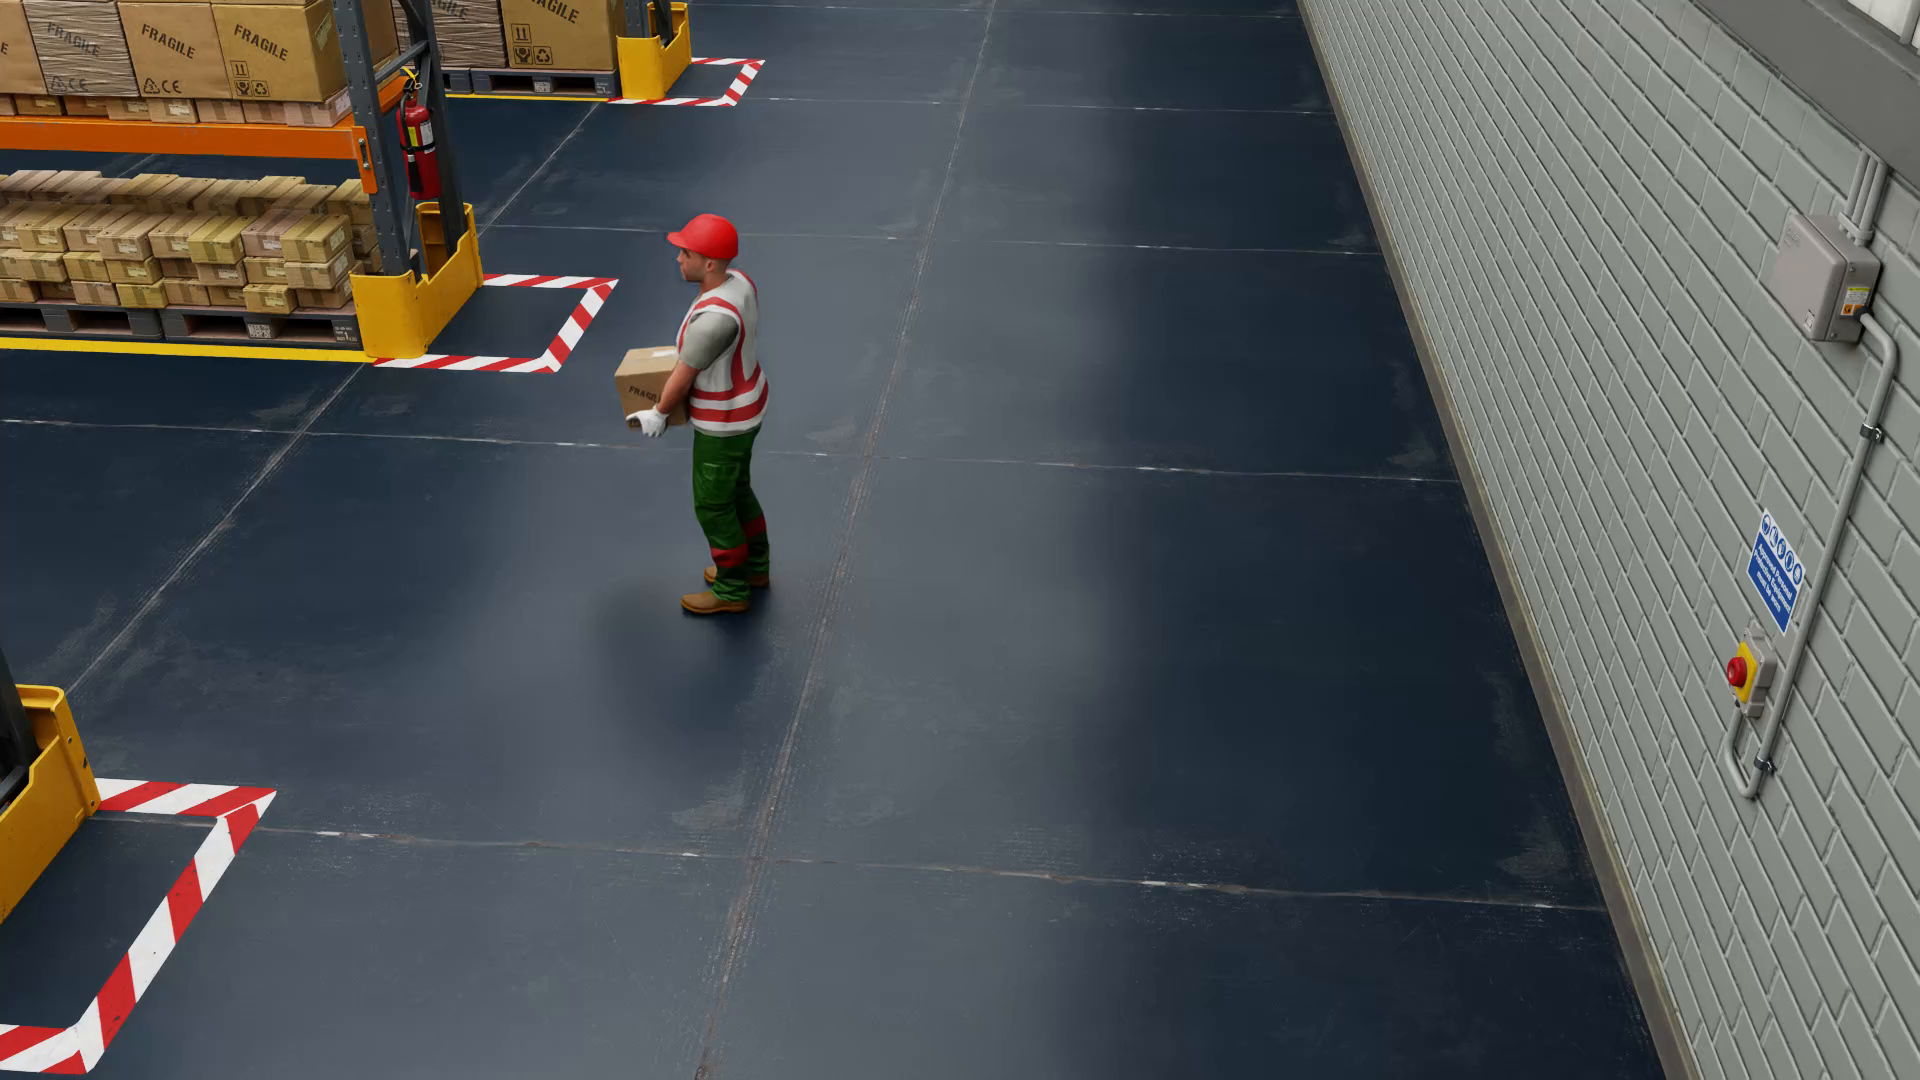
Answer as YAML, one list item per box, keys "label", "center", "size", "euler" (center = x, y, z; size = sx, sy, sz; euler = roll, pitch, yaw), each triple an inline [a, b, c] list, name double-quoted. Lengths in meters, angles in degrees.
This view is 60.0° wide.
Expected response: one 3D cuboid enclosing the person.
- label: "person"
  center: [-1.083, -0.507, 6.934]
  size: [0.563, 1.787, 0.495]
  euler: [2, 32, 4]
